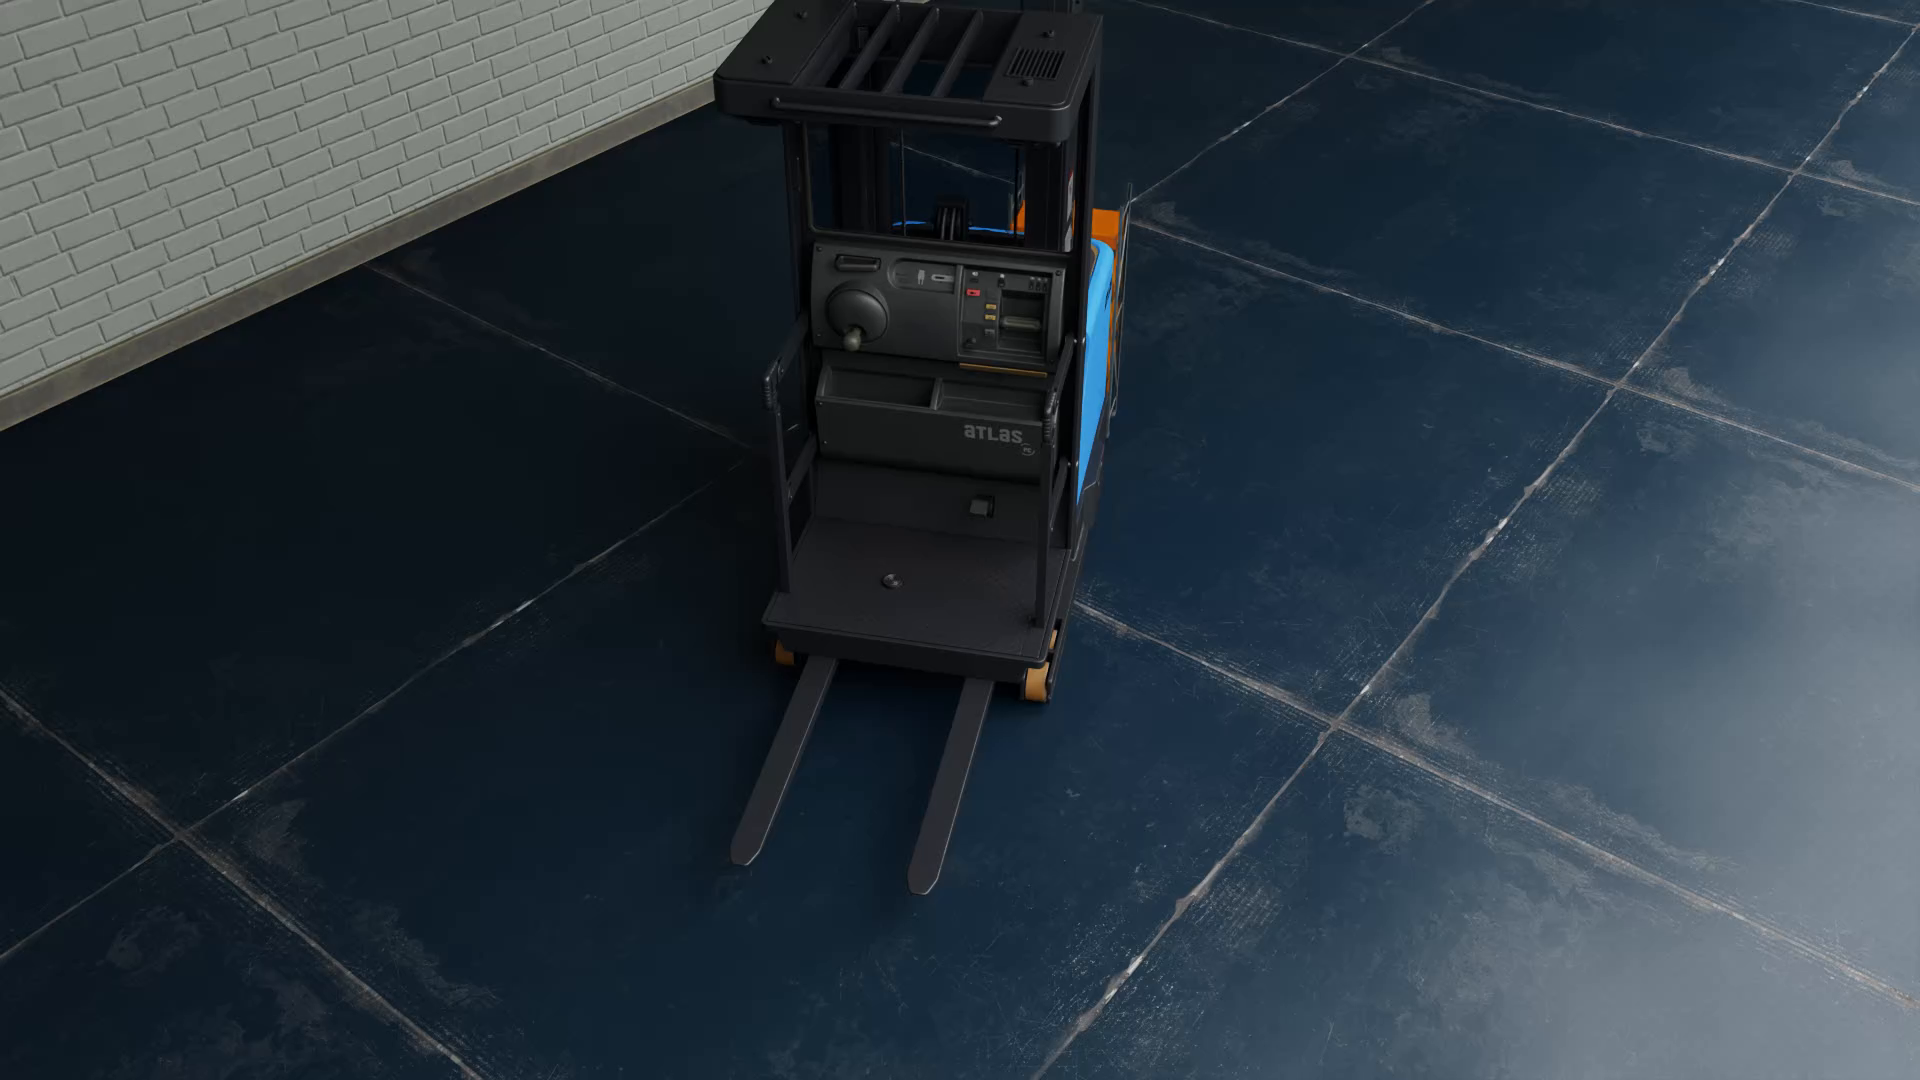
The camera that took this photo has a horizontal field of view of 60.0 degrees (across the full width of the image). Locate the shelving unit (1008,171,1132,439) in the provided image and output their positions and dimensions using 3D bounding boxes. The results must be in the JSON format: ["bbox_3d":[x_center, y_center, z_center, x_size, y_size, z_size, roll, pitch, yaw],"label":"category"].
[{"bbox_3d":[0.483,-1.061,7.631,0.503,1.200,0.258,9,39,11],"label":"shelving unit"}]

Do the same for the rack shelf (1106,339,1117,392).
[{"bbox_3d":[0.483,-0.851,7.795,0.480,0.148,0.258,9,39,11],"label":"rack shelf"}]

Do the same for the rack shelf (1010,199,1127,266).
[{"bbox_3d":[0.483,-1.370,7.389,0.480,0.148,0.258,9,39,11],"label":"rack shelf"}]

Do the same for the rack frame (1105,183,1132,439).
[{"bbox_3d":[0.720,-1.025,7.586,0.015,1.200,0.240,9,39,11],"label":"rack frame"}]

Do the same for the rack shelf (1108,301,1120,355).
[{"bbox_3d":[0.483,-1.008,7.673,0.480,0.148,0.258,9,39,11],"label":"rack shelf"}]

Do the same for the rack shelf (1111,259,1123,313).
[{"bbox_3d":[0.483,-1.184,7.535,0.480,0.148,0.258,9,39,11],"label":"rack shelf"}]

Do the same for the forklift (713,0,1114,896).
[{"bbox_3d":[-0.127,-0.778,5.866,1.130,2.935,3.031,7,39,9],"label":"forklift"}]

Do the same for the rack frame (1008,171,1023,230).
[{"bbox_3d":[0.246,-1.096,7.677,0.015,1.200,0.240,9,39,11],"label":"rack frame"}]
